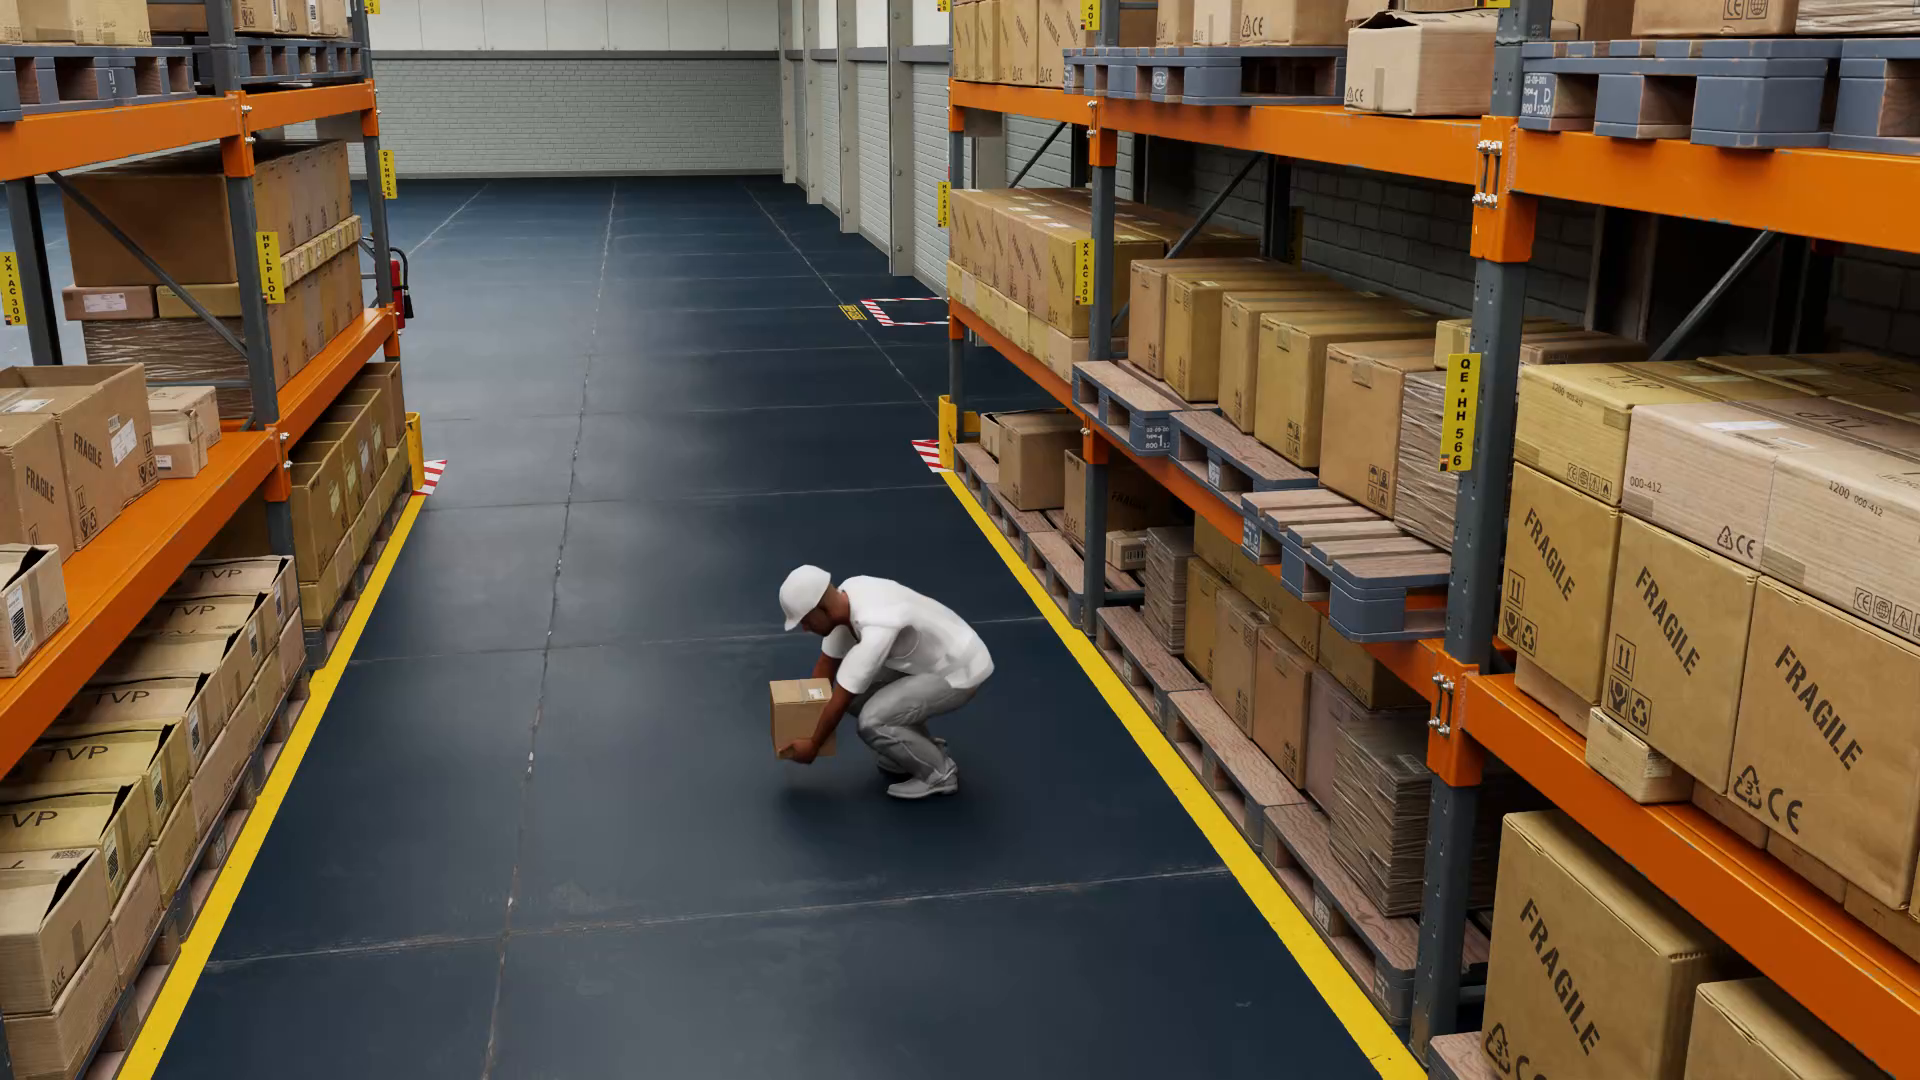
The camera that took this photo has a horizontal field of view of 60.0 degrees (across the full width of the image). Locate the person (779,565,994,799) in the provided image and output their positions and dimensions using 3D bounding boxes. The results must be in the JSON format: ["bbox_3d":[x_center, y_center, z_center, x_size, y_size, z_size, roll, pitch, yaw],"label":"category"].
[{"bbox_3d":[-0.316,0.566,6.922,0.914,1.007,0.538,-3,17,-12],"label":"person"}]
